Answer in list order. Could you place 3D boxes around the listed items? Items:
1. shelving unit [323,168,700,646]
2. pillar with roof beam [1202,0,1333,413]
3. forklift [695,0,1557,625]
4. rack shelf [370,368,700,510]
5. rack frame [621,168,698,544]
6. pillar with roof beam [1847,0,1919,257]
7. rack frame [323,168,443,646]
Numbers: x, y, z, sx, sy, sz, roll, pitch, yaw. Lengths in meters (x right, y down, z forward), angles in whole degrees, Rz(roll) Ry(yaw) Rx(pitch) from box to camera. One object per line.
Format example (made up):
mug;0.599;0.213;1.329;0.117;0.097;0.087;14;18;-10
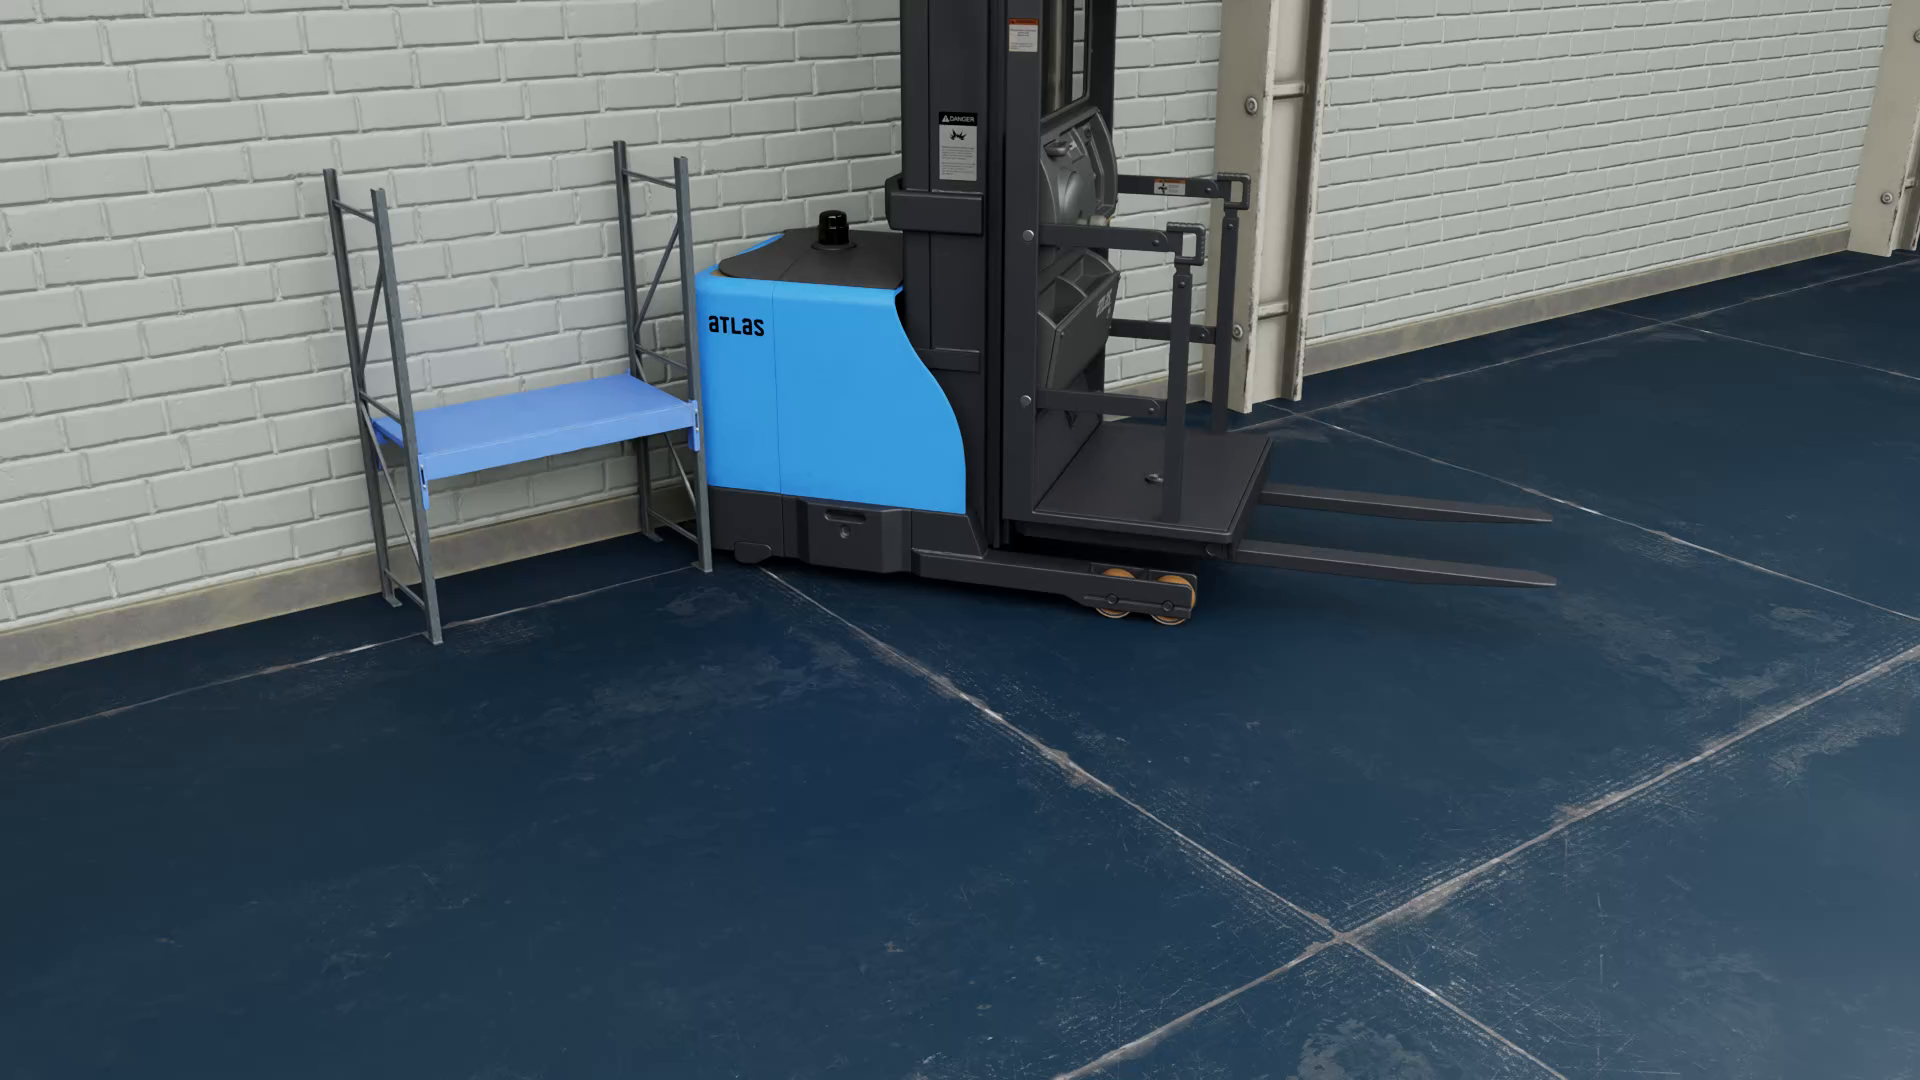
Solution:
shelving unit;-1.480;-0.535;5.714;1.039;1.500;0.538;-16;27;-34
pillar with roof beam;3.934;-3.575;3.213;0.400;9.000;9.100;-15;26;-33
forklift;0.601;-1.292;5.679;3.031;2.935;1.130;7;23;16
rack shelf;-1.476;-0.369;5.783;1.000;0.185;0.538;-16;27;-34
rack frame;-1.071;-0.650;6.001;0.013;1.308;0.475;-16;27;-34
pillar with roof beam;8.805;-4.874;6.468;0.400;9.000;9.100;-15;26;-33
rack frame;-1.883;-0.423;5.433;0.032;1.500;0.500;-16;27;-34
